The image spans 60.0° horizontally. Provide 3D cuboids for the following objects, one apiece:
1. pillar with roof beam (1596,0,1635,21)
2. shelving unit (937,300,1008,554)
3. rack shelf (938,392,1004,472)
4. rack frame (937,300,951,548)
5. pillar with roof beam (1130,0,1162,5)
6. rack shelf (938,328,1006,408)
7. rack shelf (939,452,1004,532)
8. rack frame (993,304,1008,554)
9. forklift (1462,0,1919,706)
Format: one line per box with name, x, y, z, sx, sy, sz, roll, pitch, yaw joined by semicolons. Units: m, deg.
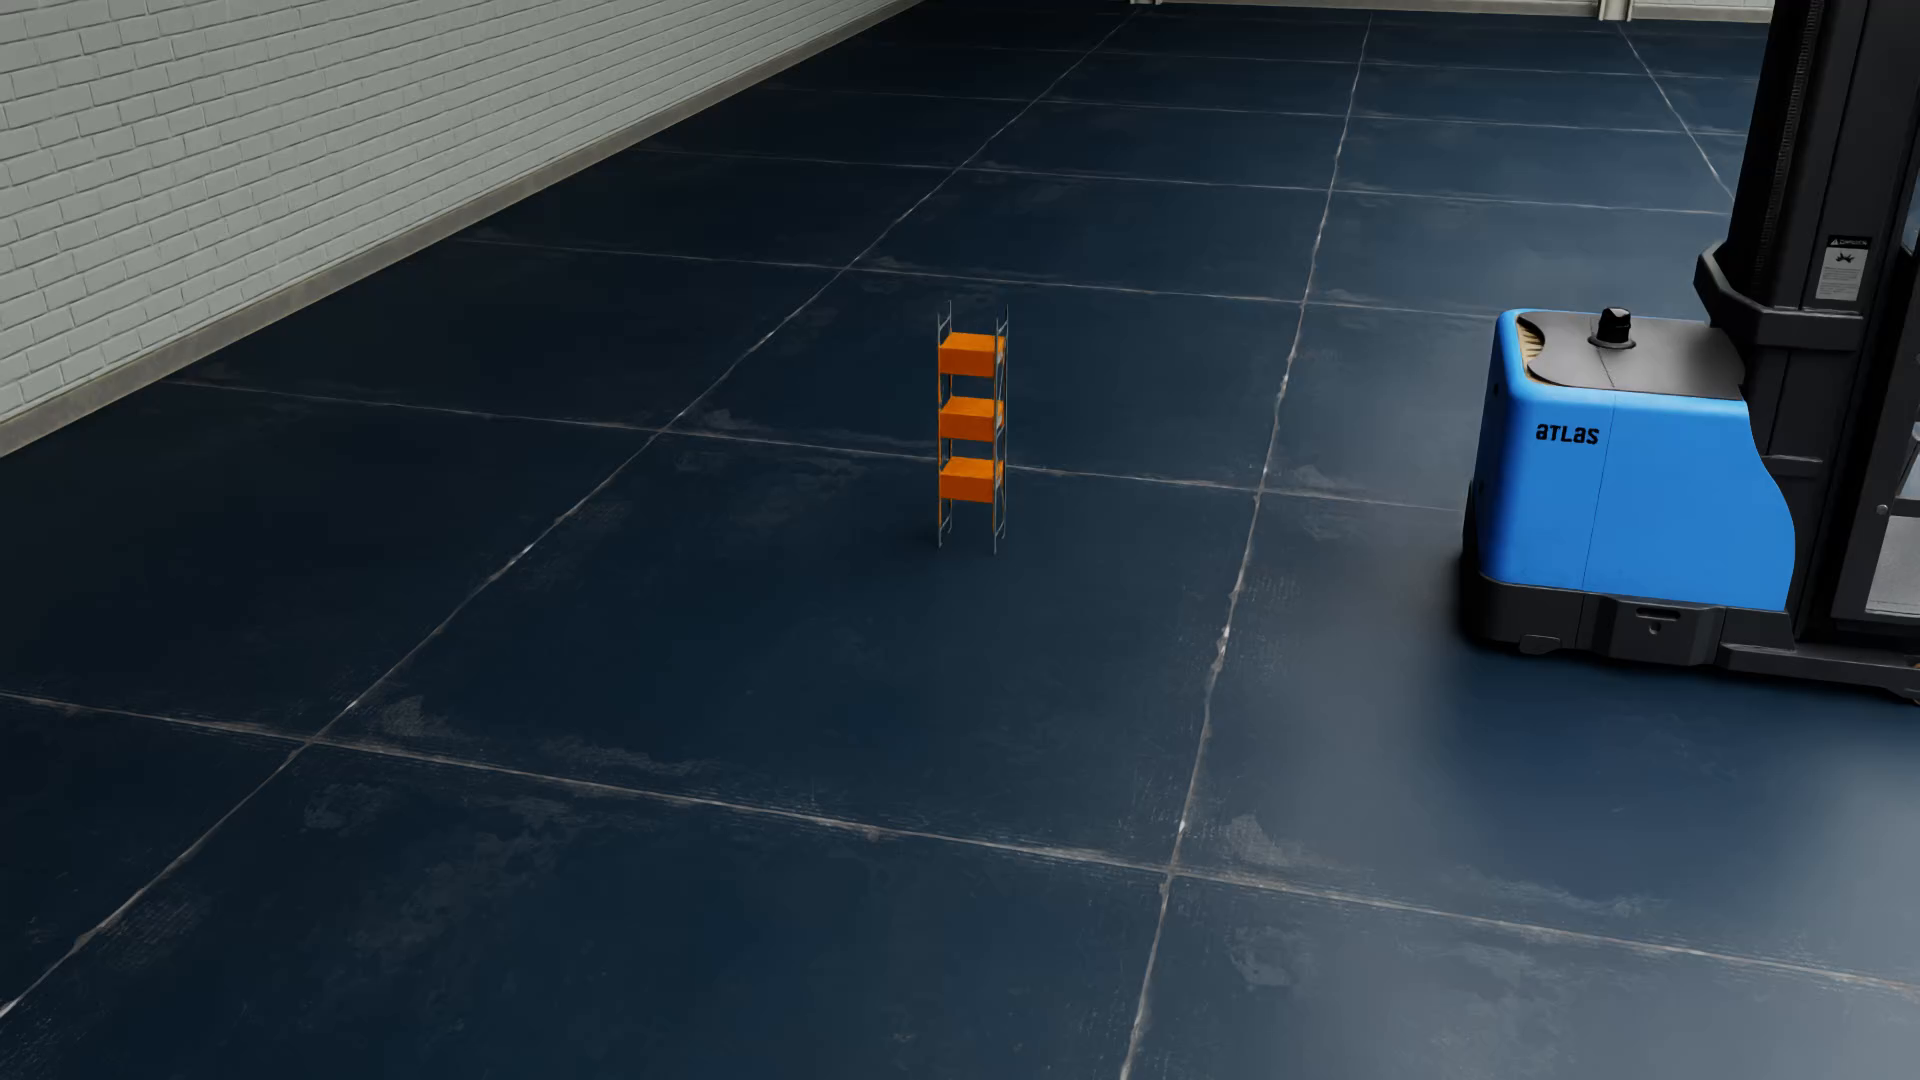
pillar with roof beam;7.261;-8.916;15.508;0.400;9.000;9.100;6;26;13
shelving unit;0.052;-0.468;7.012;0.252;1.050;0.215;6;26;13
rack shelf;0.052;-0.459;7.017;0.240;0.259;0.215;6;26;13
rack frame;-0.066;-0.481;7.040;0.008;1.050;0.200;6;26;13
pillar with roof beam;1.450;-9.558;16.858;0.400;9.000;9.100;6;26;13
rack shelf;0.052;-0.715;6.895;0.240;0.259;0.215;6;26;13
rack shelf;0.052;-0.208;7.136;0.240;0.259;0.215;6;26;13
rack frame;0.170;-0.455;6.985;0.008;1.050;0.200;6;26;13
forklift;3.526;-0.951;5.838;3.031;2.935;1.130;6;26;12
